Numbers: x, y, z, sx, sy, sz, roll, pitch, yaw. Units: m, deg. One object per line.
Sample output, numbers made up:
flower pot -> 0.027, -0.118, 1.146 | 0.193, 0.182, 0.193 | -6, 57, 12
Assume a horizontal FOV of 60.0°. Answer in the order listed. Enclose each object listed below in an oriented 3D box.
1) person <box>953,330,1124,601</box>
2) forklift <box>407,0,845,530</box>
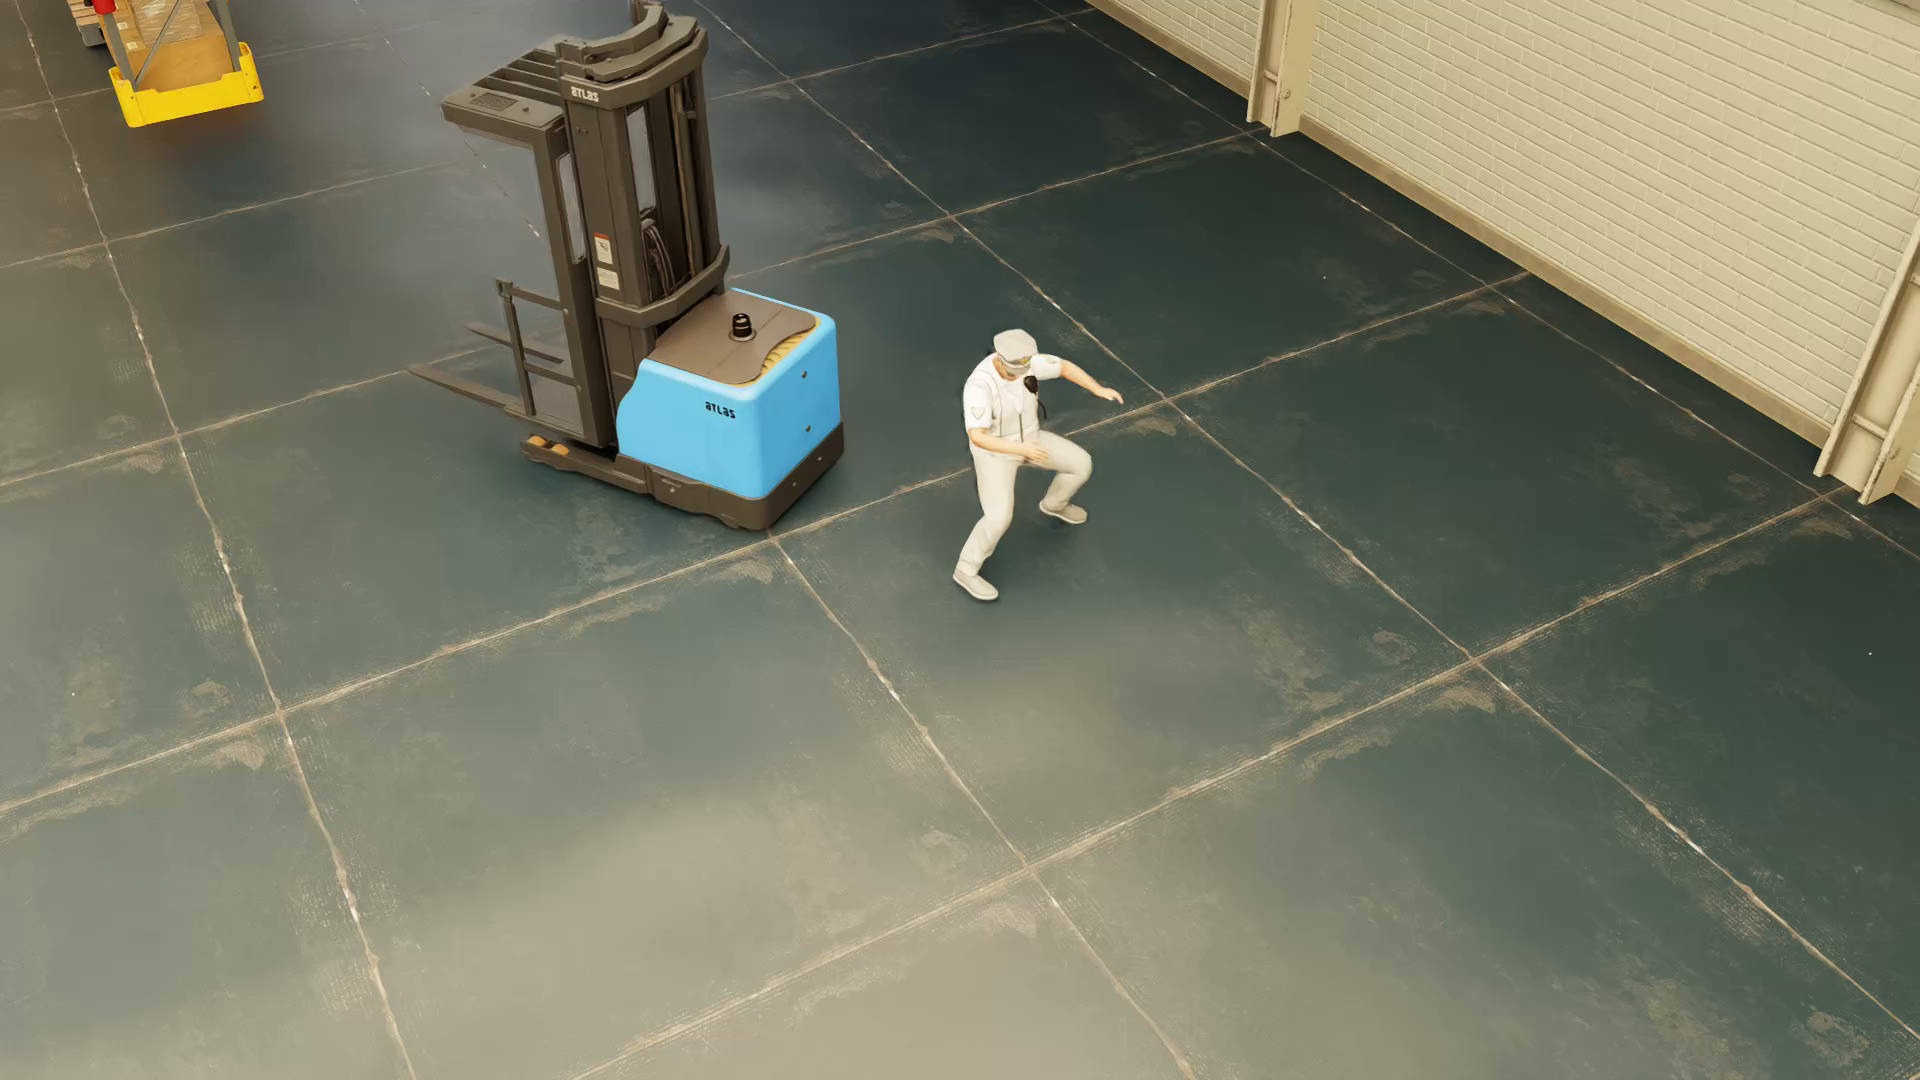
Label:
person -> 0.385, -0.526, 9.777 | 1.044, 1.526, 0.772 | -25, 46, -27
forklift -> -2.304, -1.862, 10.281 | 3.031, 2.935, 1.130 | 19, 43, 21
